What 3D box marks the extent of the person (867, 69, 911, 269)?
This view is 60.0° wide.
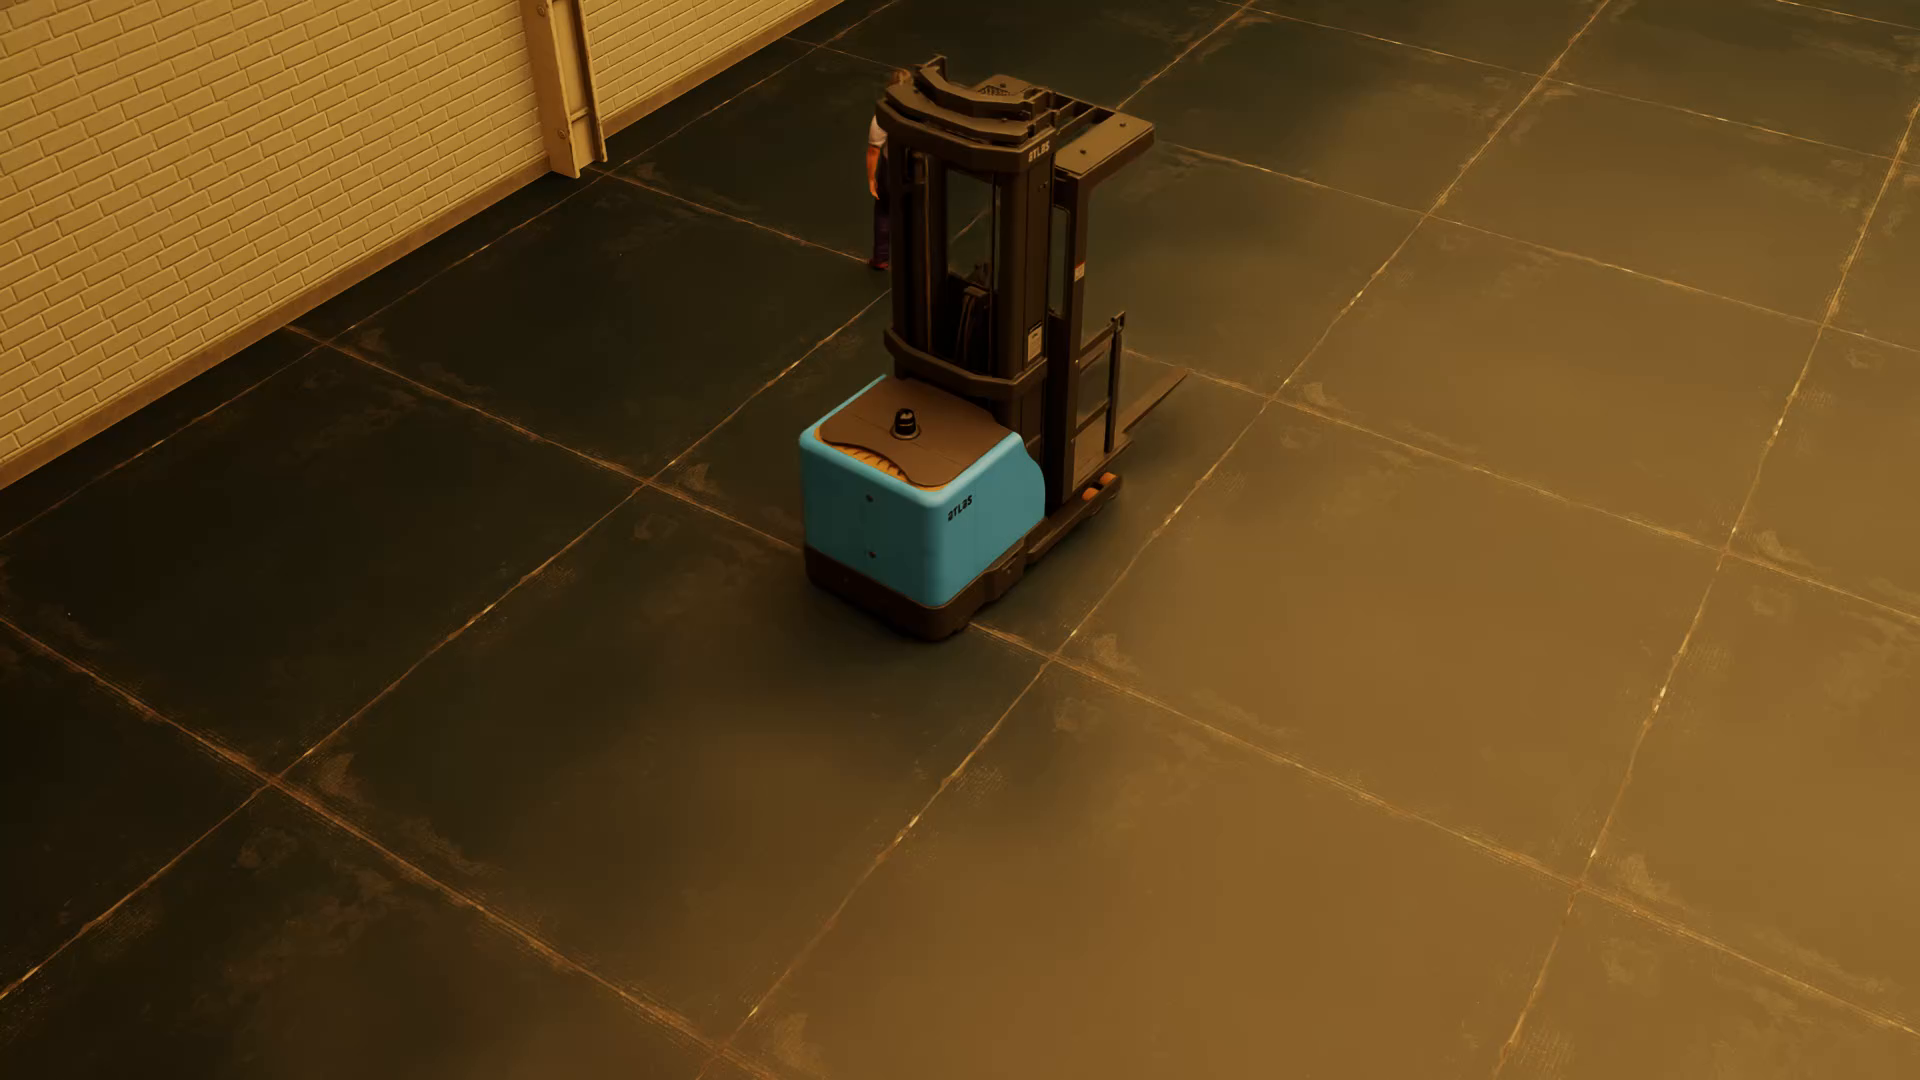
[{"bbox_3d":[-0.401,-2.667,12.153,0.562,1.688,0.497,-3,40,-4],"label":"person"}]

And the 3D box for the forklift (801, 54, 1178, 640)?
[{"bbox_3d":[0.347,-1.464,9.695,1.130,2.935,3.031,24,46,26],"label":"forklift"}]
